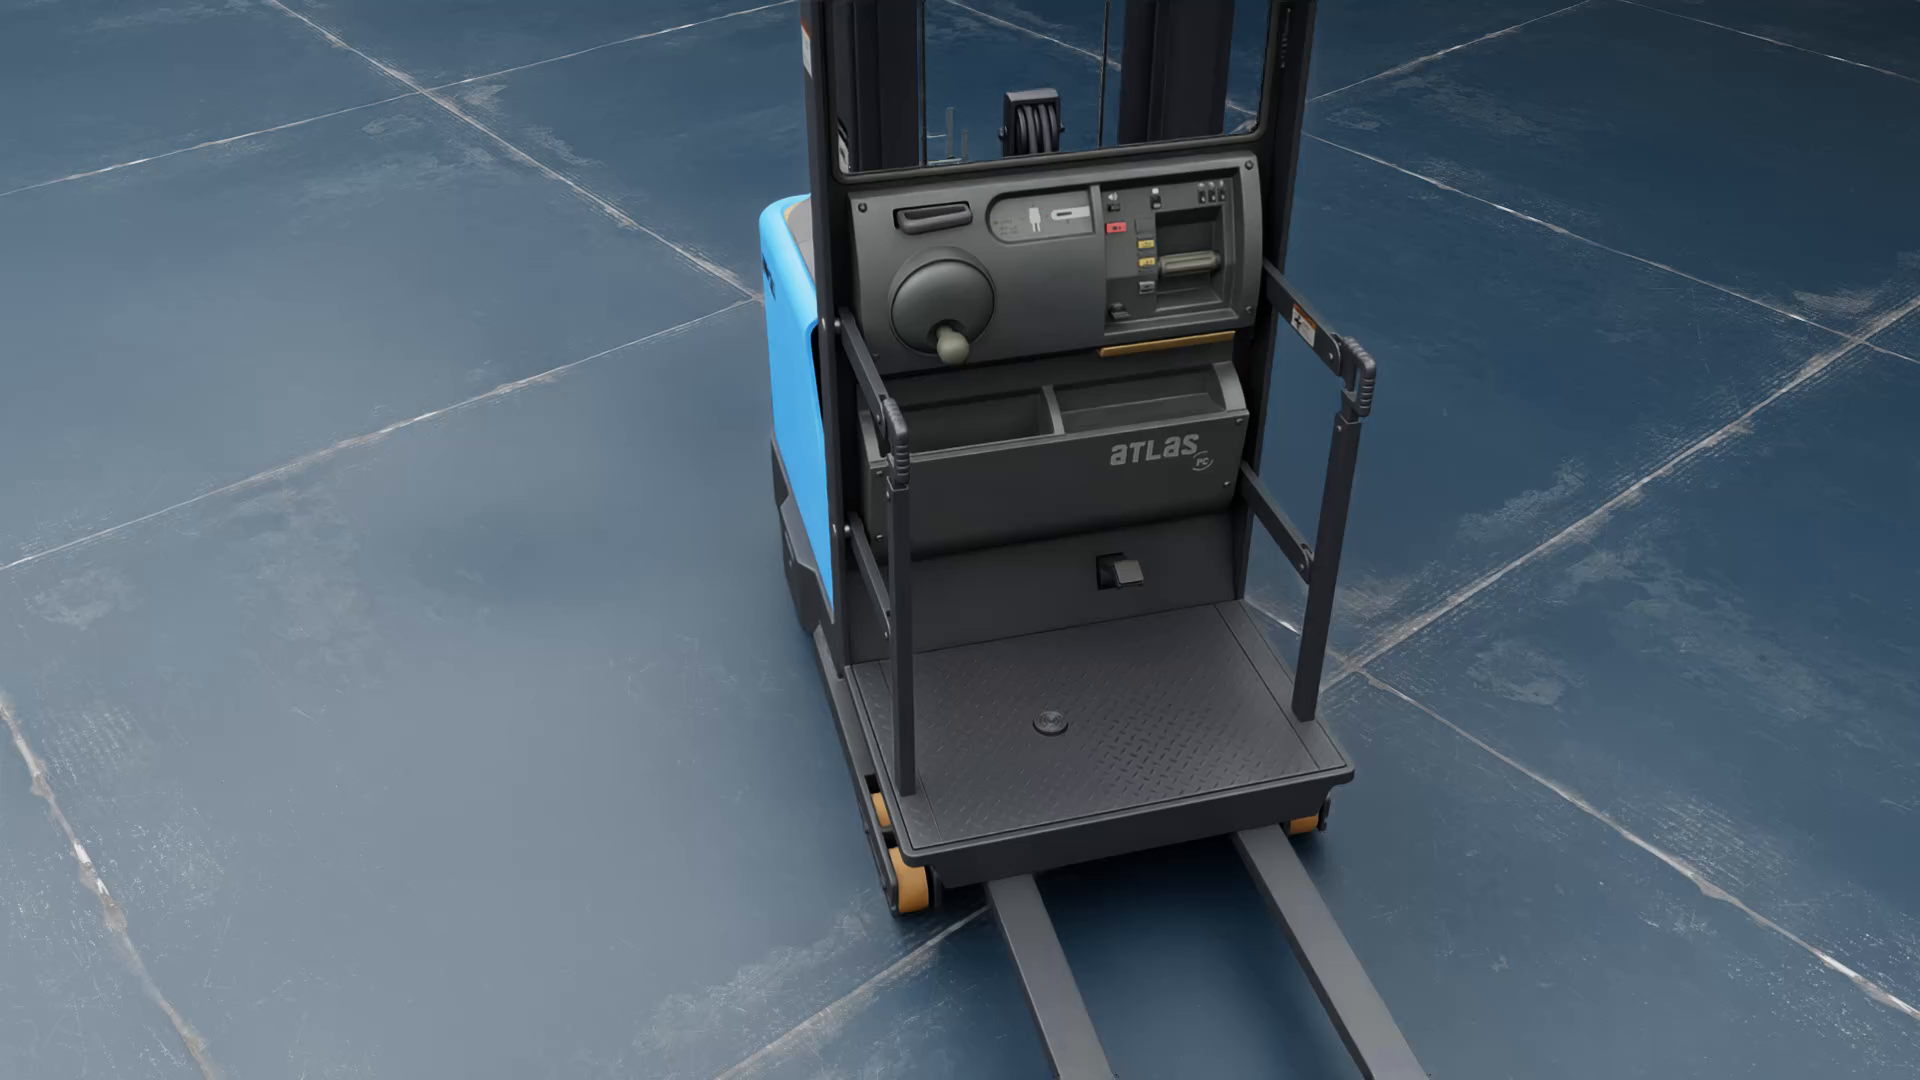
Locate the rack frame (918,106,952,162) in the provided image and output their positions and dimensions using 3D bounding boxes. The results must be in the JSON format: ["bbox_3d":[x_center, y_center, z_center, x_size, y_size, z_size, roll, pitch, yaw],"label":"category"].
[{"bbox_3d":[-0.140,-0.802,5.345,0.240,1.200,0.006,-9,36,-12],"label":"rack frame"}]

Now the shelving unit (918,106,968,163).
[{"bbox_3d":[-0.117,-0.751,5.273,0.258,1.200,0.189,-9,36,-12],"label":"shelving unit"}]

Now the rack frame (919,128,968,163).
[{"bbox_3d":[-0.093,-0.700,5.201,0.240,1.200,0.006,-9,36,-12],"label":"rack frame"}]

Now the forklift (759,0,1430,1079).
[{"bbox_3d":[0.283,-0.553,3.496,1.130,2.935,3.031,-9,36,-12],"label":"forklift"}]
